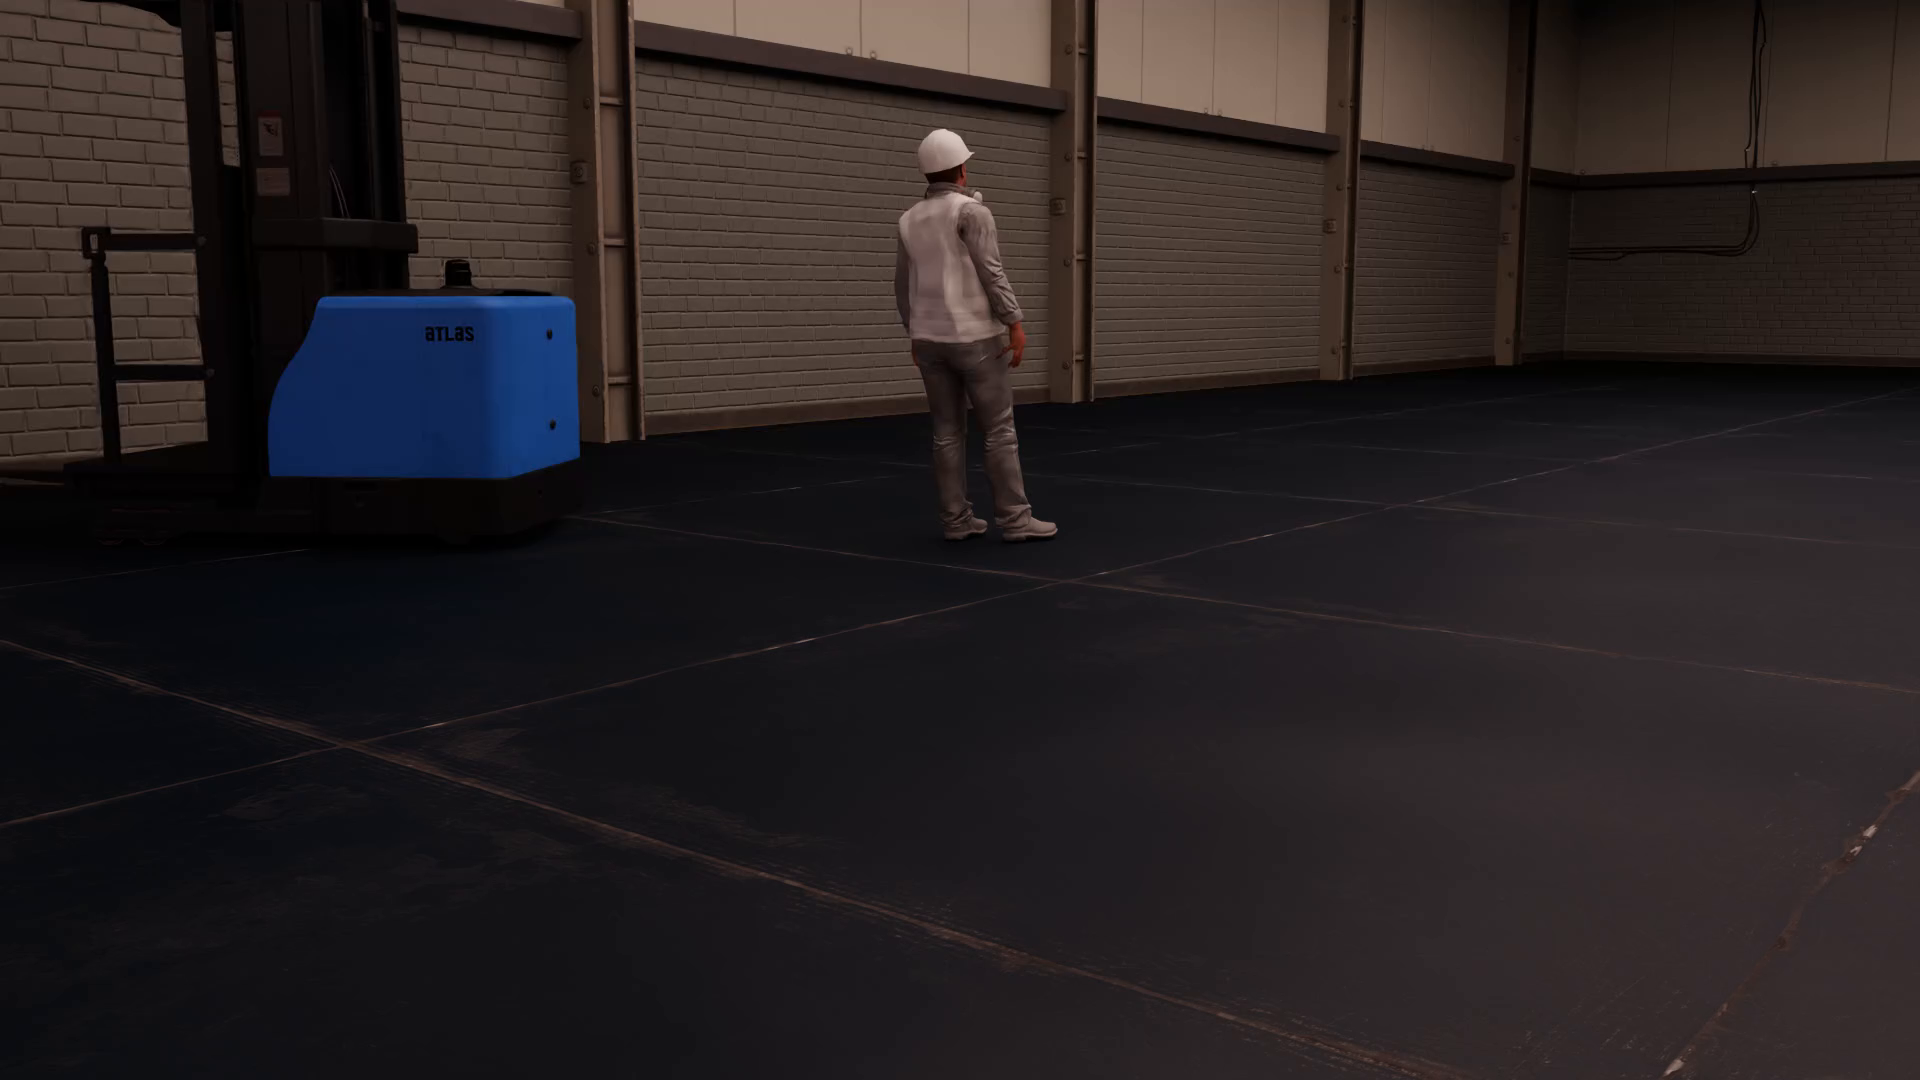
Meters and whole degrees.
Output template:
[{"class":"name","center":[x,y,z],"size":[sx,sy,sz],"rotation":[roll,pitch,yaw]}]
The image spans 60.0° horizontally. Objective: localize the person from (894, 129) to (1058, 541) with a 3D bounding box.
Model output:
[{"class":"person","center":[0.045,-0.892,7.319],"size":[0.634,1.775,0.566],"rotation":[7,11,38]}]

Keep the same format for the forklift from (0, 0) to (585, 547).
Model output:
[{"class":"forklift","center":[-3.350,-1.495,7.500],"size":[3.031,2.935,1.130],"rotation":[1,8,6]}]
